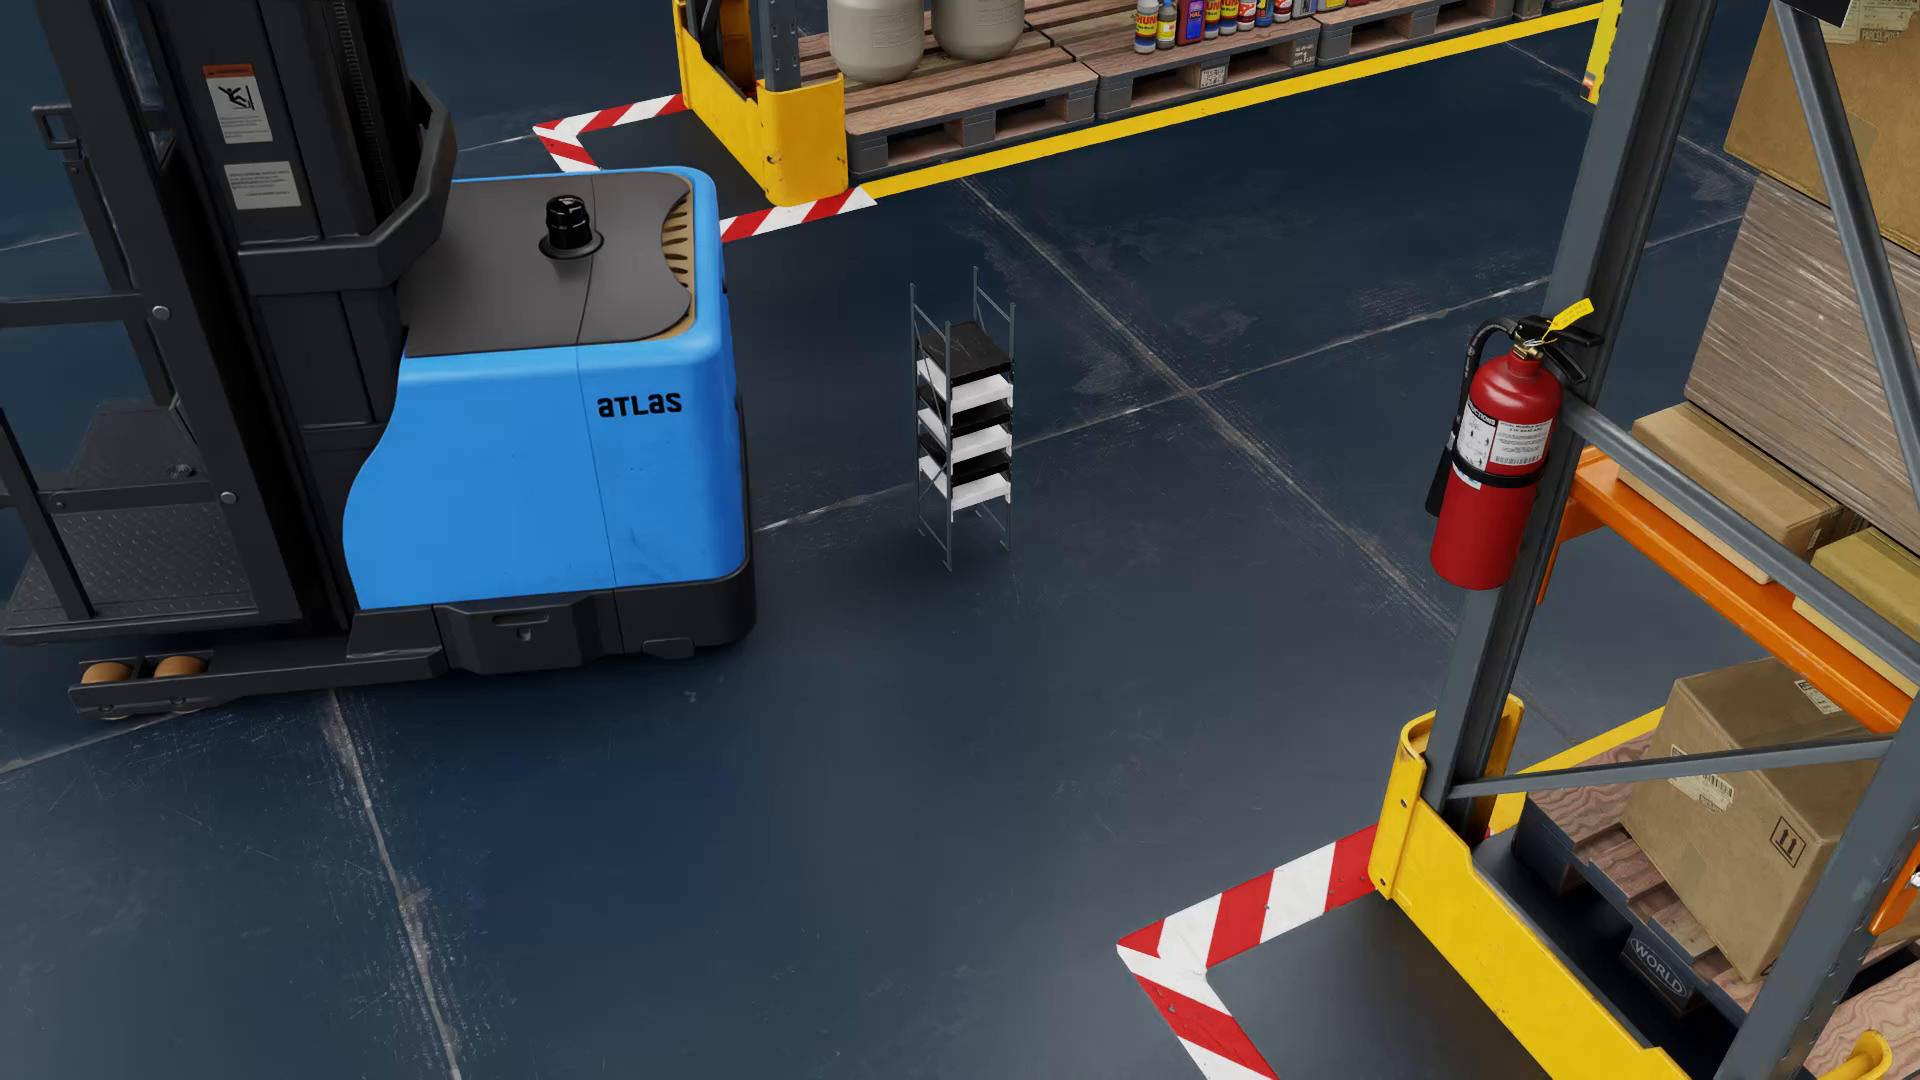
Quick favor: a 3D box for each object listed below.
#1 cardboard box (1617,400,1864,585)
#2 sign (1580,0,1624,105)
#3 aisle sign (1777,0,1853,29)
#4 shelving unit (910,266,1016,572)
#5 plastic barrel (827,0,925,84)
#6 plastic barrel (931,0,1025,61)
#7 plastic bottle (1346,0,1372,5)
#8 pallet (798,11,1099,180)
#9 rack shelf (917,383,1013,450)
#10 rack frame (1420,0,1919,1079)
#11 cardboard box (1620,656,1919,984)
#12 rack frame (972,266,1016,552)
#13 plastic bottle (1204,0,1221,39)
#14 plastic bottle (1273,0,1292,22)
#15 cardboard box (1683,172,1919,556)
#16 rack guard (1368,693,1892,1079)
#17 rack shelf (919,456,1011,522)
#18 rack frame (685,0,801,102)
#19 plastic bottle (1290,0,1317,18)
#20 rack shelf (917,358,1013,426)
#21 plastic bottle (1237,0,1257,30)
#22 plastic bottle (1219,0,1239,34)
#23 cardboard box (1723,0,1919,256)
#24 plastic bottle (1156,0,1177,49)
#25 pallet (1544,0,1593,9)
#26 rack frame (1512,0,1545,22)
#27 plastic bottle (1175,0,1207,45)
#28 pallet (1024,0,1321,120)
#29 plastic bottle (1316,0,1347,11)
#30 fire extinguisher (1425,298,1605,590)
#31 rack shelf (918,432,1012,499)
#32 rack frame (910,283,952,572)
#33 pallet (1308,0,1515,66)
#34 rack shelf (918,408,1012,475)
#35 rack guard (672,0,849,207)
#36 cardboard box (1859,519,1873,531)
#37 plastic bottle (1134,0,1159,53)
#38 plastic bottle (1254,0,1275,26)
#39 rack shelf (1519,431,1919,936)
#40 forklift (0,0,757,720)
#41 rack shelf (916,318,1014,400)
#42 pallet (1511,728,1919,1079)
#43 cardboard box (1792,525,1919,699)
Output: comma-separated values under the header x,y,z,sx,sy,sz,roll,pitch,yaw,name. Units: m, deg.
x,y,z,sx,sy,sz,roll,pitch,yaw,name
1.531,-0.112,3.256,0.250,0.149,0.380,-19,44,-21,cardboard box
1.135,-0.892,2.841,0.005,0.325,0.100,-19,44,-21,sign
1.180,-1.151,2.276,0.004,0.787,0.394,-19,44,-21,aisle sign
0.007,-0.346,4.962,0.210,0.900,0.258,-19,44,-21,shelving unit
-0.366,-2.294,7.239,0.421,0.512,0.421,0,40,0,plastic barrel
0.079,-2.444,7.416,0.421,0.512,0.421,0,40,0,plastic barrel
1.900,-2.681,7.857,0.133,0.283,0.061,-16,43,-18,plastic bottle
-0.146,-2.068,7.530,1.213,0.211,1.003,-19,44,-21,pallet
0.007,-0.389,4.925,0.200,0.077,0.258,-19,44,-21,rack shelf
1.374,-0.005,2.934,0.127,3.000,1.000,-19,44,-21,rack frame
1.935,0.612,3.815,0.500,0.500,0.500,-11,41,-13,cardboard box
0.097,-0.376,4.998,0.006,0.900,0.240,-19,44,-21,rack frame
1.142,-2.435,7.576,0.097,0.271,0.097,0,40,0,plastic bottle
1.501,-2.529,7.741,0.097,0.201,0.097,0,40,0,plastic bottle
1.874,-0.305,2.981,0.500,0.500,0.875,-19,44,-21,cardboard box
1.441,0.926,3.769,0.348,0.500,1.175,-19,44,-21,rack guard
0.007,-0.183,5.100,0.200,0.077,0.258,-19,44,-21,rack shelf
-0.914,-2.843,6.287,0.127,3.000,1.000,-19,44,-21,rack frame
1.593,-2.608,7.777,0.135,0.276,0.152,-18,43,-20,plastic bottle
0.007,-0.458,4.867,0.200,0.077,0.258,-19,44,-21,rack shelf
1.318,-2.467,7.668,0.097,0.201,0.097,0,40,0,plastic bottle
1.230,-2.464,7.611,0.097,0.271,0.097,0,40,0,plastic bottle
1.747,-0.844,2.844,0.500,0.500,0.500,-19,44,-21,cardboard box
0.929,-2.336,7.514,0.097,0.201,0.097,0,40,0,plastic bottle
3.312,-3.229,8.902,1.213,0.211,1.003,-19,44,-21,pallet
2.633,-4.037,7.697,0.127,3.000,1.000,-19,44,-21,rack frame
1.047,-2.394,7.518,0.133,0.283,0.061,-18,43,-20,plastic bottle
0.935,-2.429,7.957,1.213,0.211,1.003,-19,44,-21,pallet
1.739,-2.683,7.807,0.185,0.351,0.144,-19,44,-21,plastic bottle
1.059,-0.205,3.231,0.183,0.674,0.296,-19,44,-21,fire extinguisher
0.007,-0.252,5.042,0.200,0.077,0.258,-19,44,-21,rack shelf
-0.083,-0.316,4.926,0.006,0.900,0.240,-19,44,-21,rack frame
2.018,-2.796,8.390,1.213,0.211,1.003,-19,44,-21,pallet
0.007,-0.320,4.984,0.200,0.077,0.258,-19,44,-21,rack shelf
-0.869,-1.939,7.153,0.348,0.500,1.175,-19,44,-21,rack guard
1.753,-0.187,3.343,0.250,0.149,0.380,-19,44,-21,cardboard box
0.838,-2.332,7.455,0.097,0.271,0.097,0,40,0,plastic bottle
1.410,-2.525,7.682,0.097,0.271,0.097,0,40,0,plastic bottle
3.147,-0.327,3.872,4.000,0.370,1.077,-19,44,-21,rack shelf
-2.153,-0.979,4.138,3.031,2.935,1.130,-5,40,-6,forklift
0.007,-0.527,4.809,0.200,0.077,0.258,-19,44,-21,rack shelf
2.178,0.814,4.124,1.213,0.211,1.003,-19,44,-21,pallet
1.736,0.142,2.955,0.250,0.149,0.380,-19,44,-21,cardboard box
